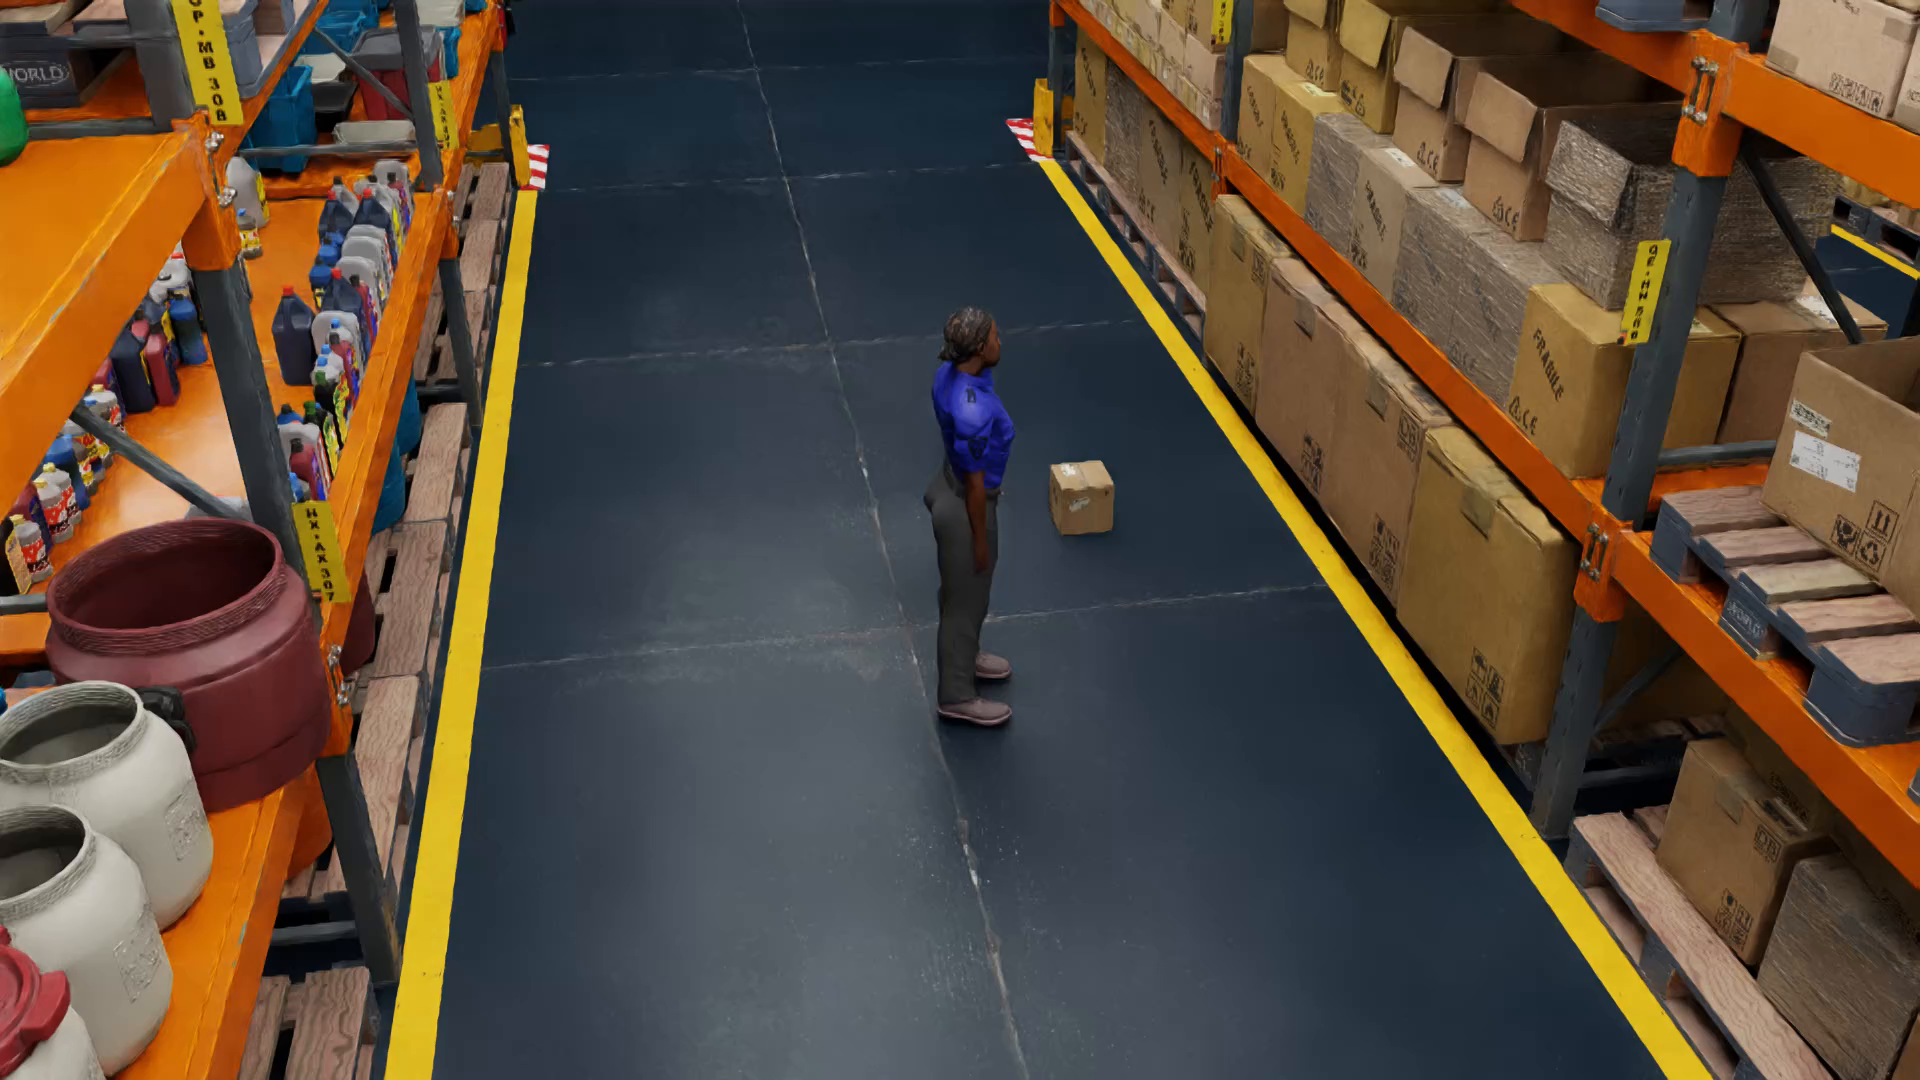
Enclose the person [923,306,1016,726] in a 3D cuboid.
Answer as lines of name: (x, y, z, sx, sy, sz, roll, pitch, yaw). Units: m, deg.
person: (0.051, -0.106, 6.272, 0.355, 1.664, 0.489, -5, 31, -8)
